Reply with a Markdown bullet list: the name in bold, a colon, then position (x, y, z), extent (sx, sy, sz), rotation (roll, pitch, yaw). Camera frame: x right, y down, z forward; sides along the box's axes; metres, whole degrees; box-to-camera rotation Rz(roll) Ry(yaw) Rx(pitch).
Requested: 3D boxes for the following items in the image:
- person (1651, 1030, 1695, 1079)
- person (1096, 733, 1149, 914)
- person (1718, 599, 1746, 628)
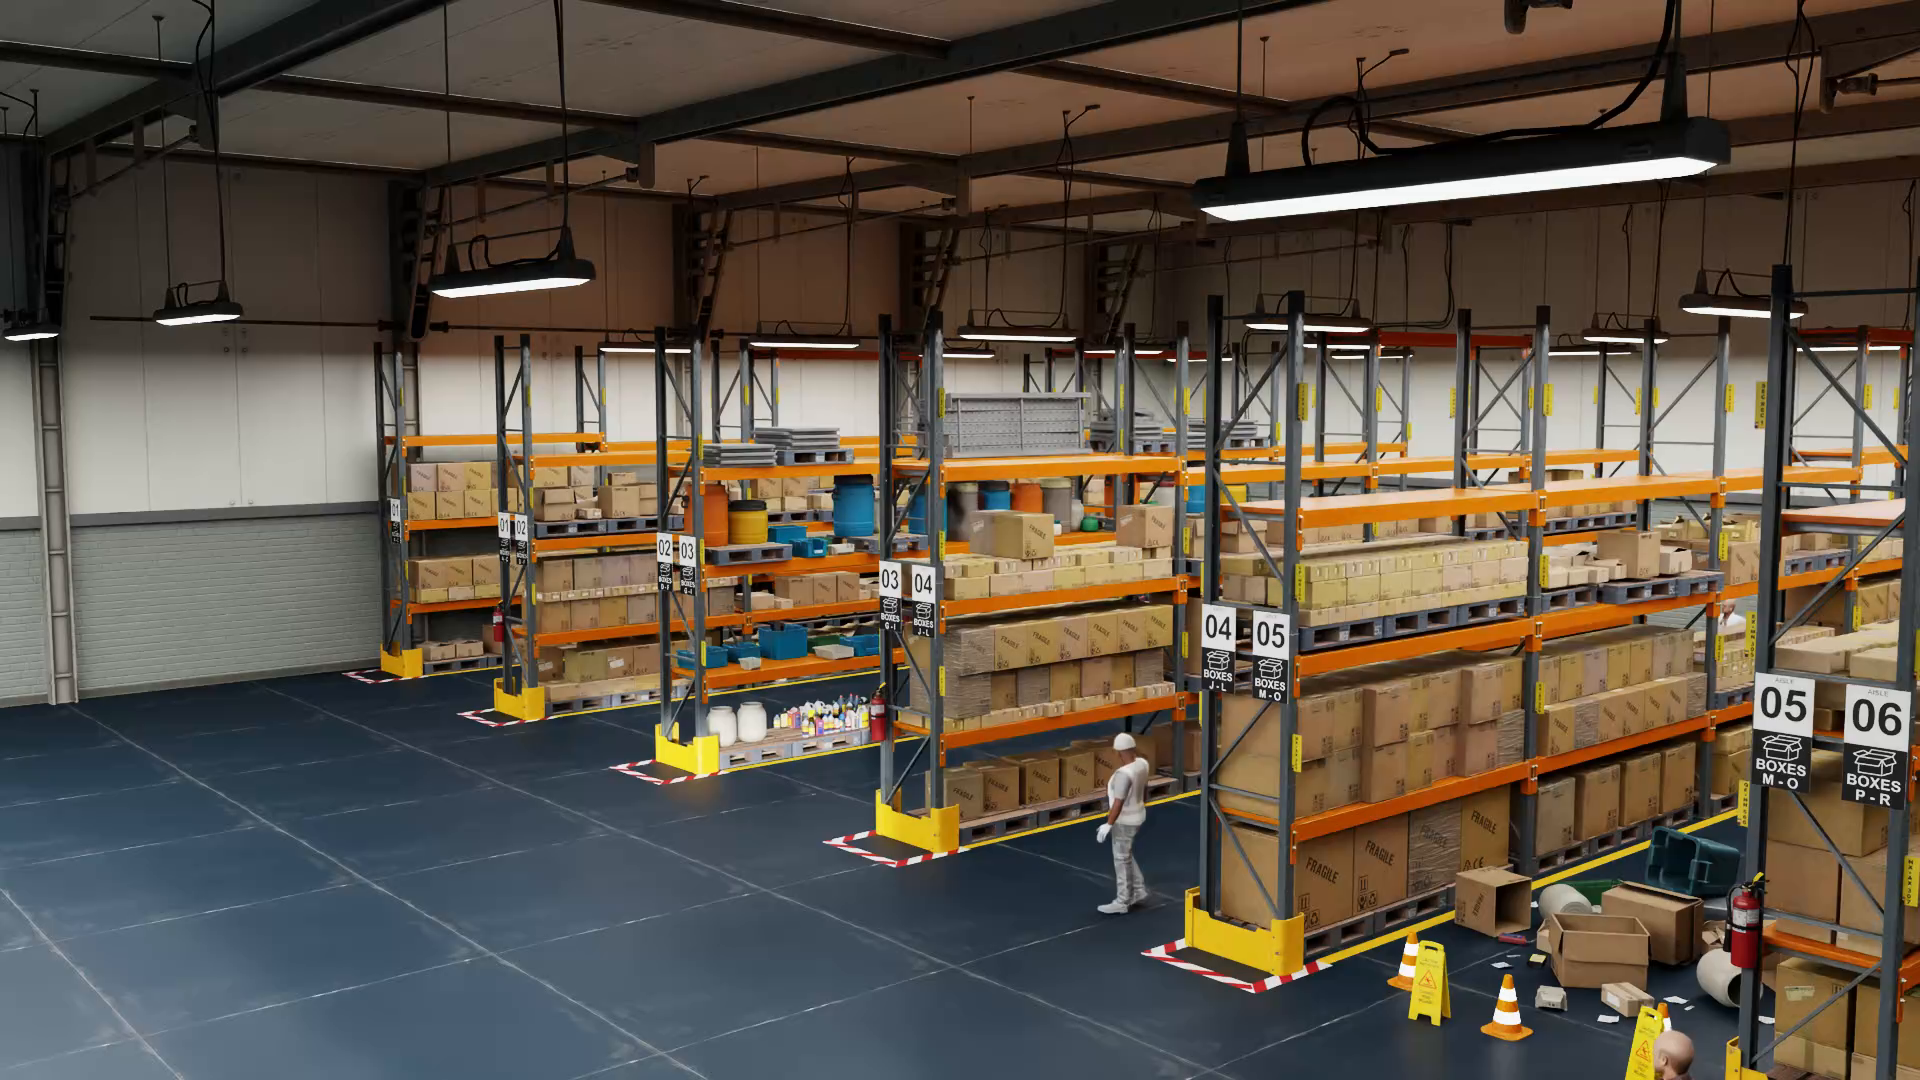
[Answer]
- **person**: position (3.666, 3.476, 8.803), extent (0.471, 1.787, 0.607), rotation (2, 5, 18)
- **person**: position (1.617, 2.789, 16.410), extent (0.440, 1.804, 0.627), rotation (2, 6, 20)
- **person**: position (12.438, 1.820, 27.004), extent (1.133, 1.713, 0.684), rotation (-5, 7, -42)
